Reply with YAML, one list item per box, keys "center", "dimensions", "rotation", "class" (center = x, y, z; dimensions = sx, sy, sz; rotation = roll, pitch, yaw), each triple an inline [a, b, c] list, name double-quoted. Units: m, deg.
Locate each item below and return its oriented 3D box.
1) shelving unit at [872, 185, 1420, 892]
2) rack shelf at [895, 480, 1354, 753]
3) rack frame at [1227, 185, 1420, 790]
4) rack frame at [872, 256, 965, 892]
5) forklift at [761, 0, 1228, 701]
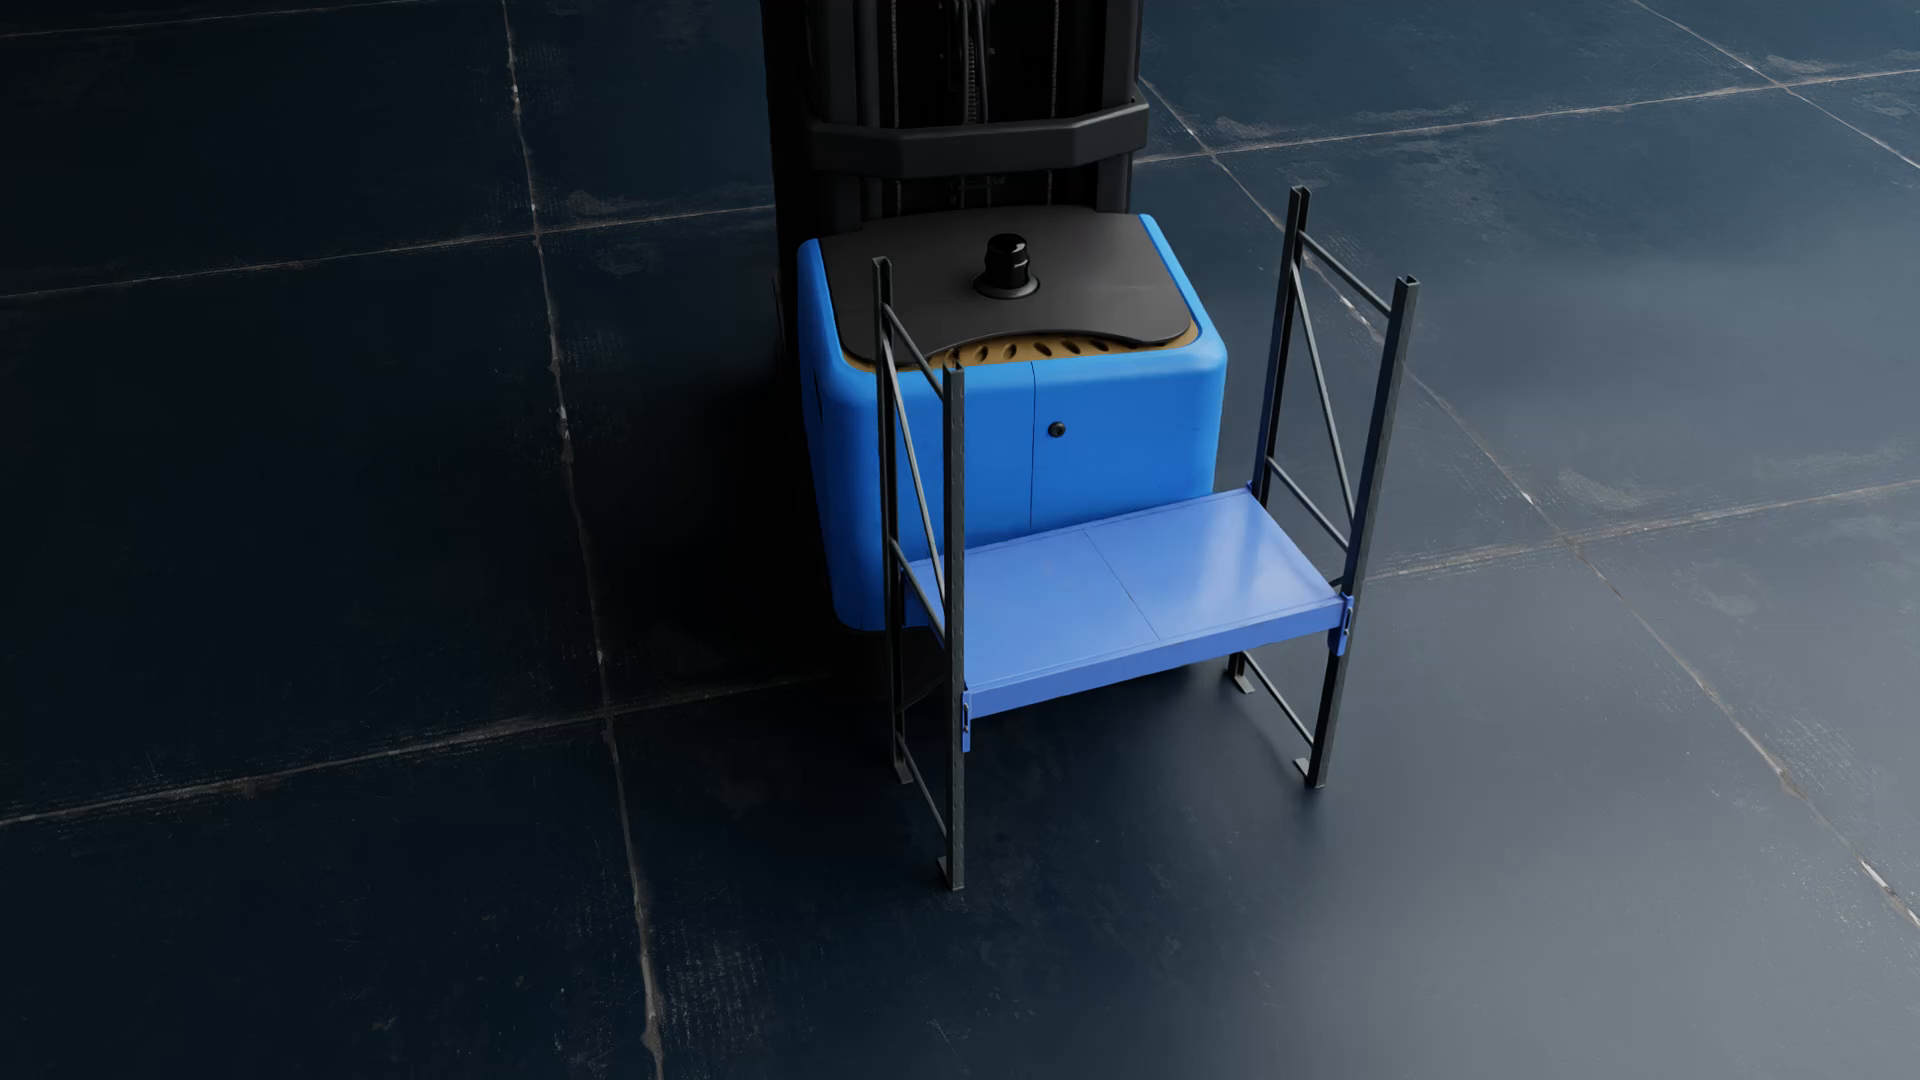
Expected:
- center: [0.388, 0.024, 3.985]
  dimensions: [1.048, 1.500, 0.538]
  rotation: [-12, 39, -16]
  class: "shelving unit"
- center: [0.388, 0.167, 4.094]
  dimensions: [1.000, 0.185, 0.538]
  rotation: [-12, 39, -16]
  class: "rack shelf"
- center: [0.865, -0.082, 4.123]
  dimensions: [0.032, 1.500, 0.500]
  rotation: [-12, 39, -16]
  class: "rack frame"
- center: [-0.090, 0.129, 3.846]
  dimensions: [0.032, 1.500, 0.500]
  rotation: [-12, 39, -16]
  class: "rack frame"
- center: [-0.059, -1.615, 4.949]
  dimensions: [1.130, 2.935, 3.031]
  rotation: [-6, 38, -7]
  class: "forklift"
